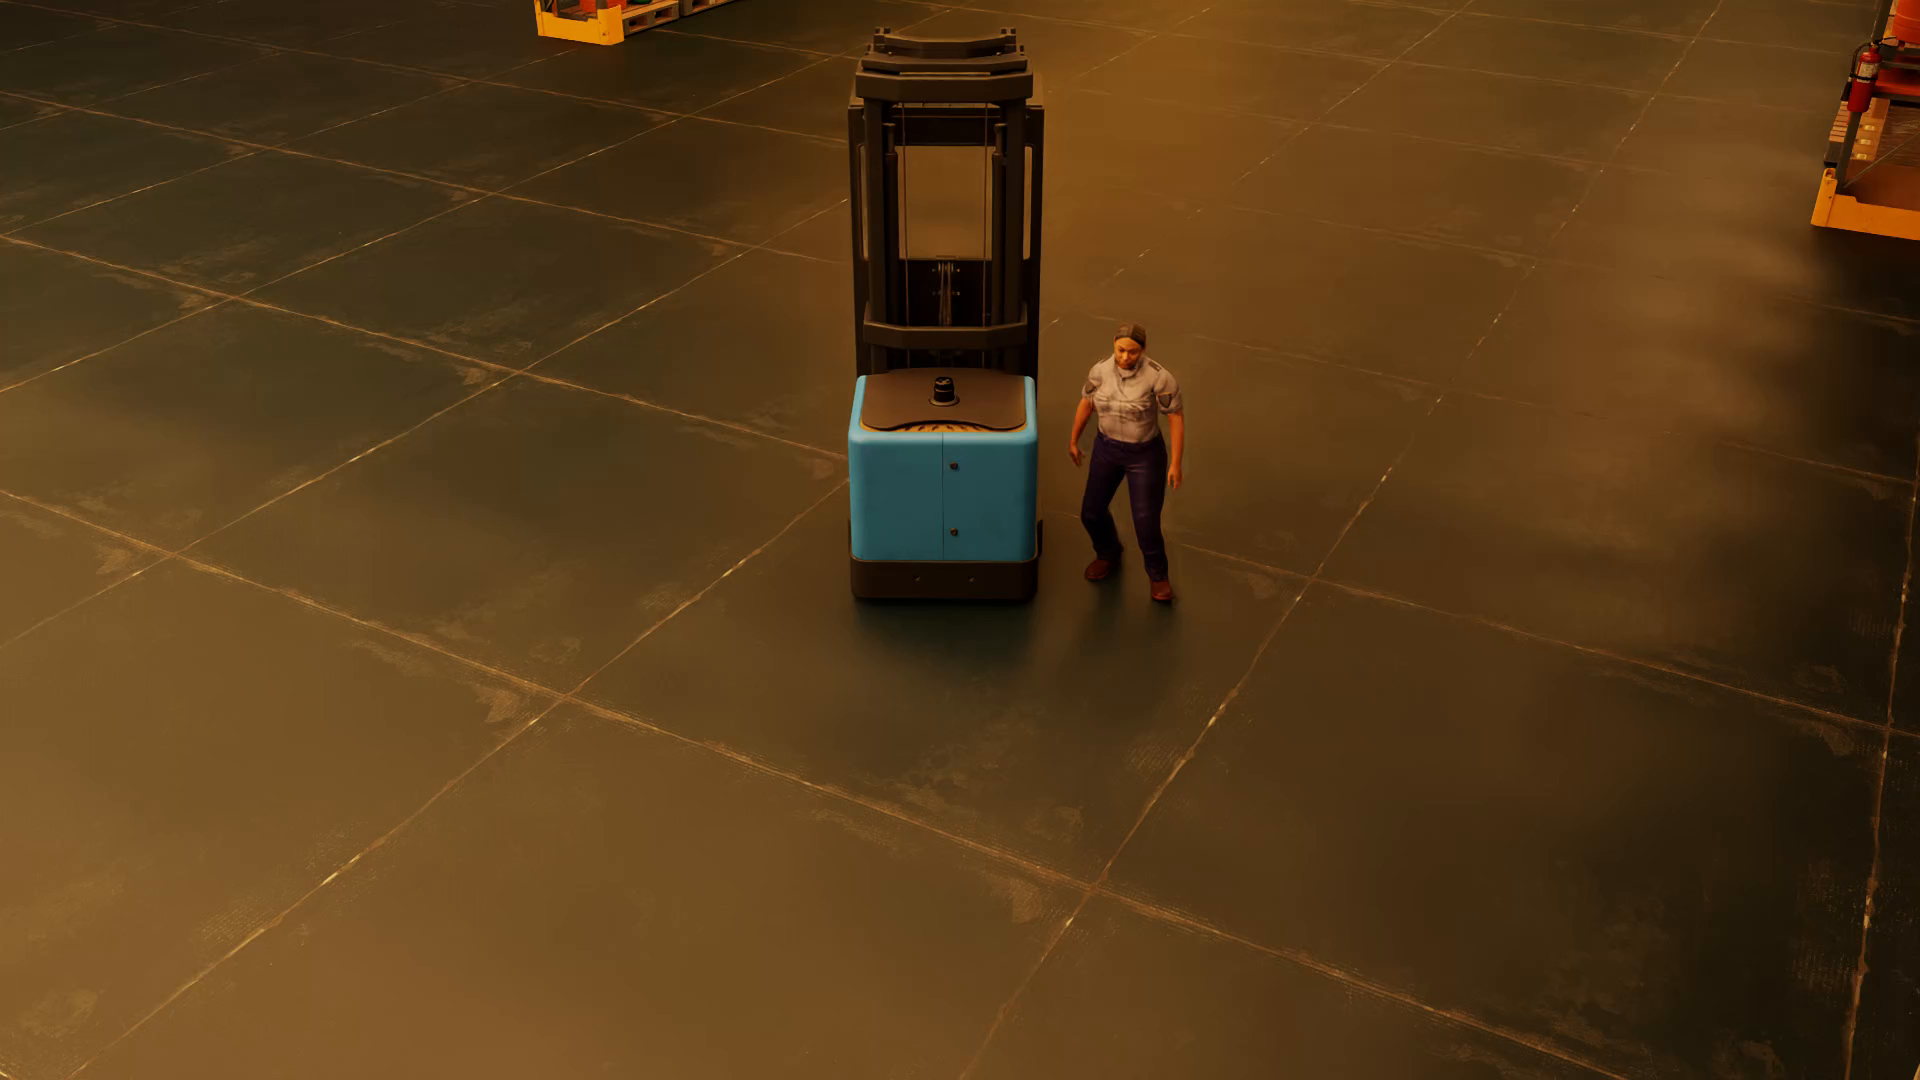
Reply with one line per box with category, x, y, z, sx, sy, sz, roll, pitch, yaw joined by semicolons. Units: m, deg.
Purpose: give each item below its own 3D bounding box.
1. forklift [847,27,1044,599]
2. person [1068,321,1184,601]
forklift;-0.074;-1.635;9.904;1.130;2.935;3.031;0;30;1
person;0.925;-0.462;9.213;0.715;1.596;0.377;18;34;28
